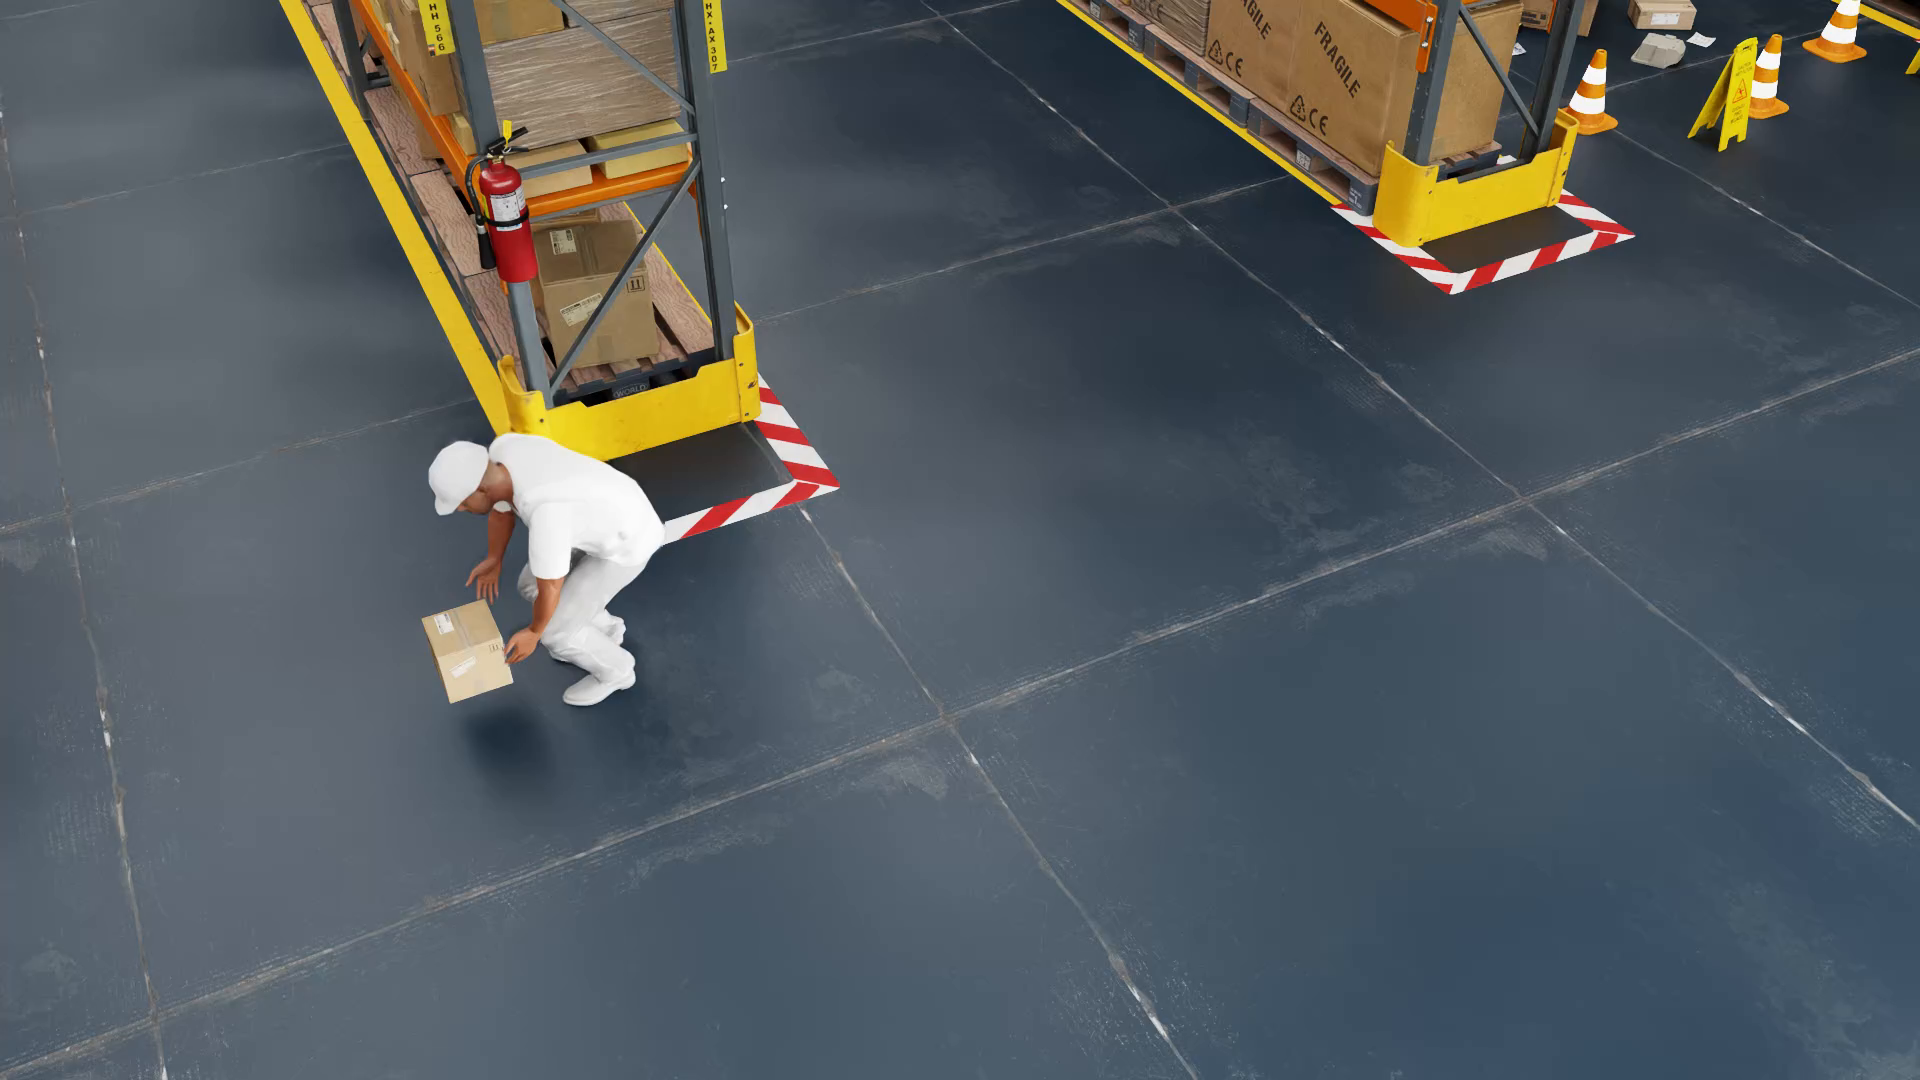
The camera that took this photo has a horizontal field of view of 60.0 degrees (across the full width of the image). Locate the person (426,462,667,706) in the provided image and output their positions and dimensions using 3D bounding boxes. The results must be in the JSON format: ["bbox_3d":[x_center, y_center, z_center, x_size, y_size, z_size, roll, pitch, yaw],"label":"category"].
[{"bbox_3d":[-1.544,0.137,6.431,0.846,1.181,0.616,-19,44,-20],"label":"person"}]
